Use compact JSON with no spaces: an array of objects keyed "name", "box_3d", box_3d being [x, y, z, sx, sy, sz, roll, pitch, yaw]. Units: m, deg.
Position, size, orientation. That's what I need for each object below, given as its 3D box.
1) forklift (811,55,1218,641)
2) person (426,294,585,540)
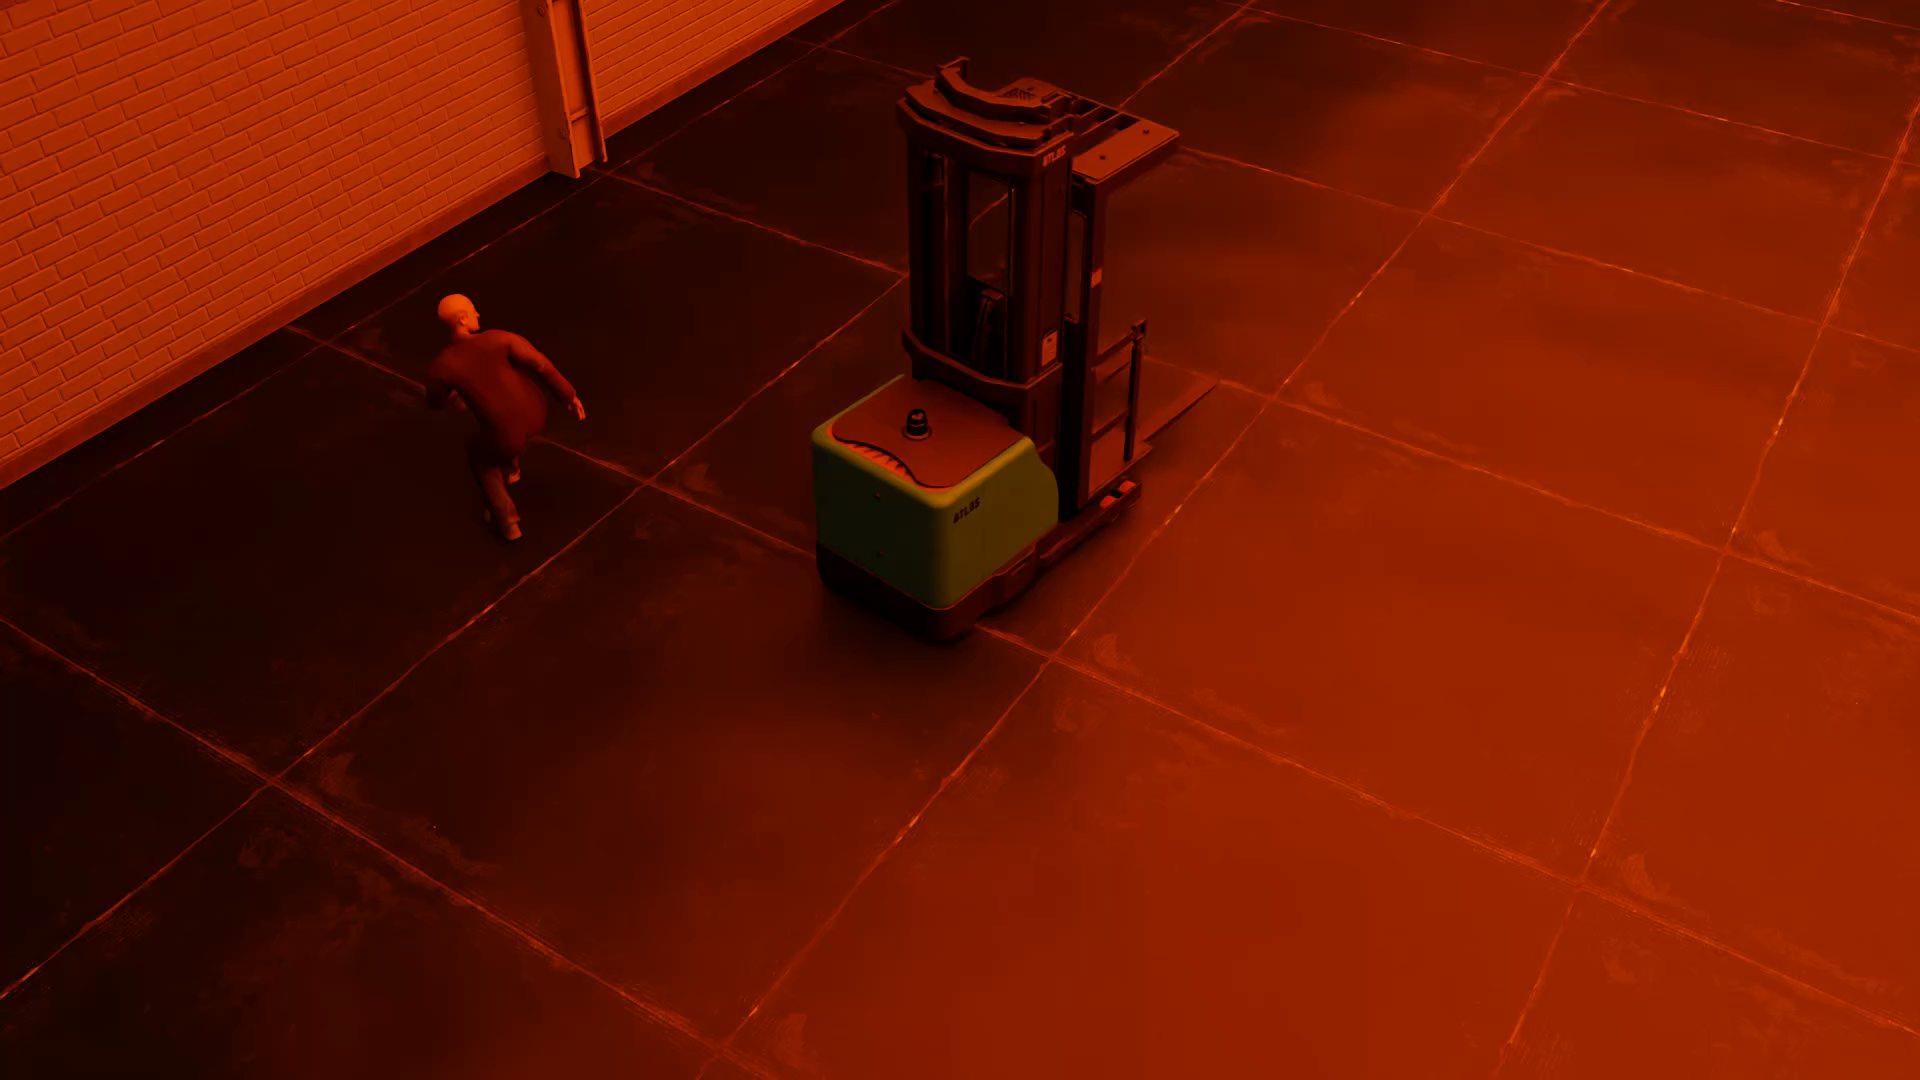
[{"name":"forklift","box_3d":[0.493,-1.422,9.645,1.130,2.935,3.031,29,48,30]},{"name":"person","box_3d":[-2.774,-0.822,10.013,0.808,1.576,0.801,-22,45,-24]}]
